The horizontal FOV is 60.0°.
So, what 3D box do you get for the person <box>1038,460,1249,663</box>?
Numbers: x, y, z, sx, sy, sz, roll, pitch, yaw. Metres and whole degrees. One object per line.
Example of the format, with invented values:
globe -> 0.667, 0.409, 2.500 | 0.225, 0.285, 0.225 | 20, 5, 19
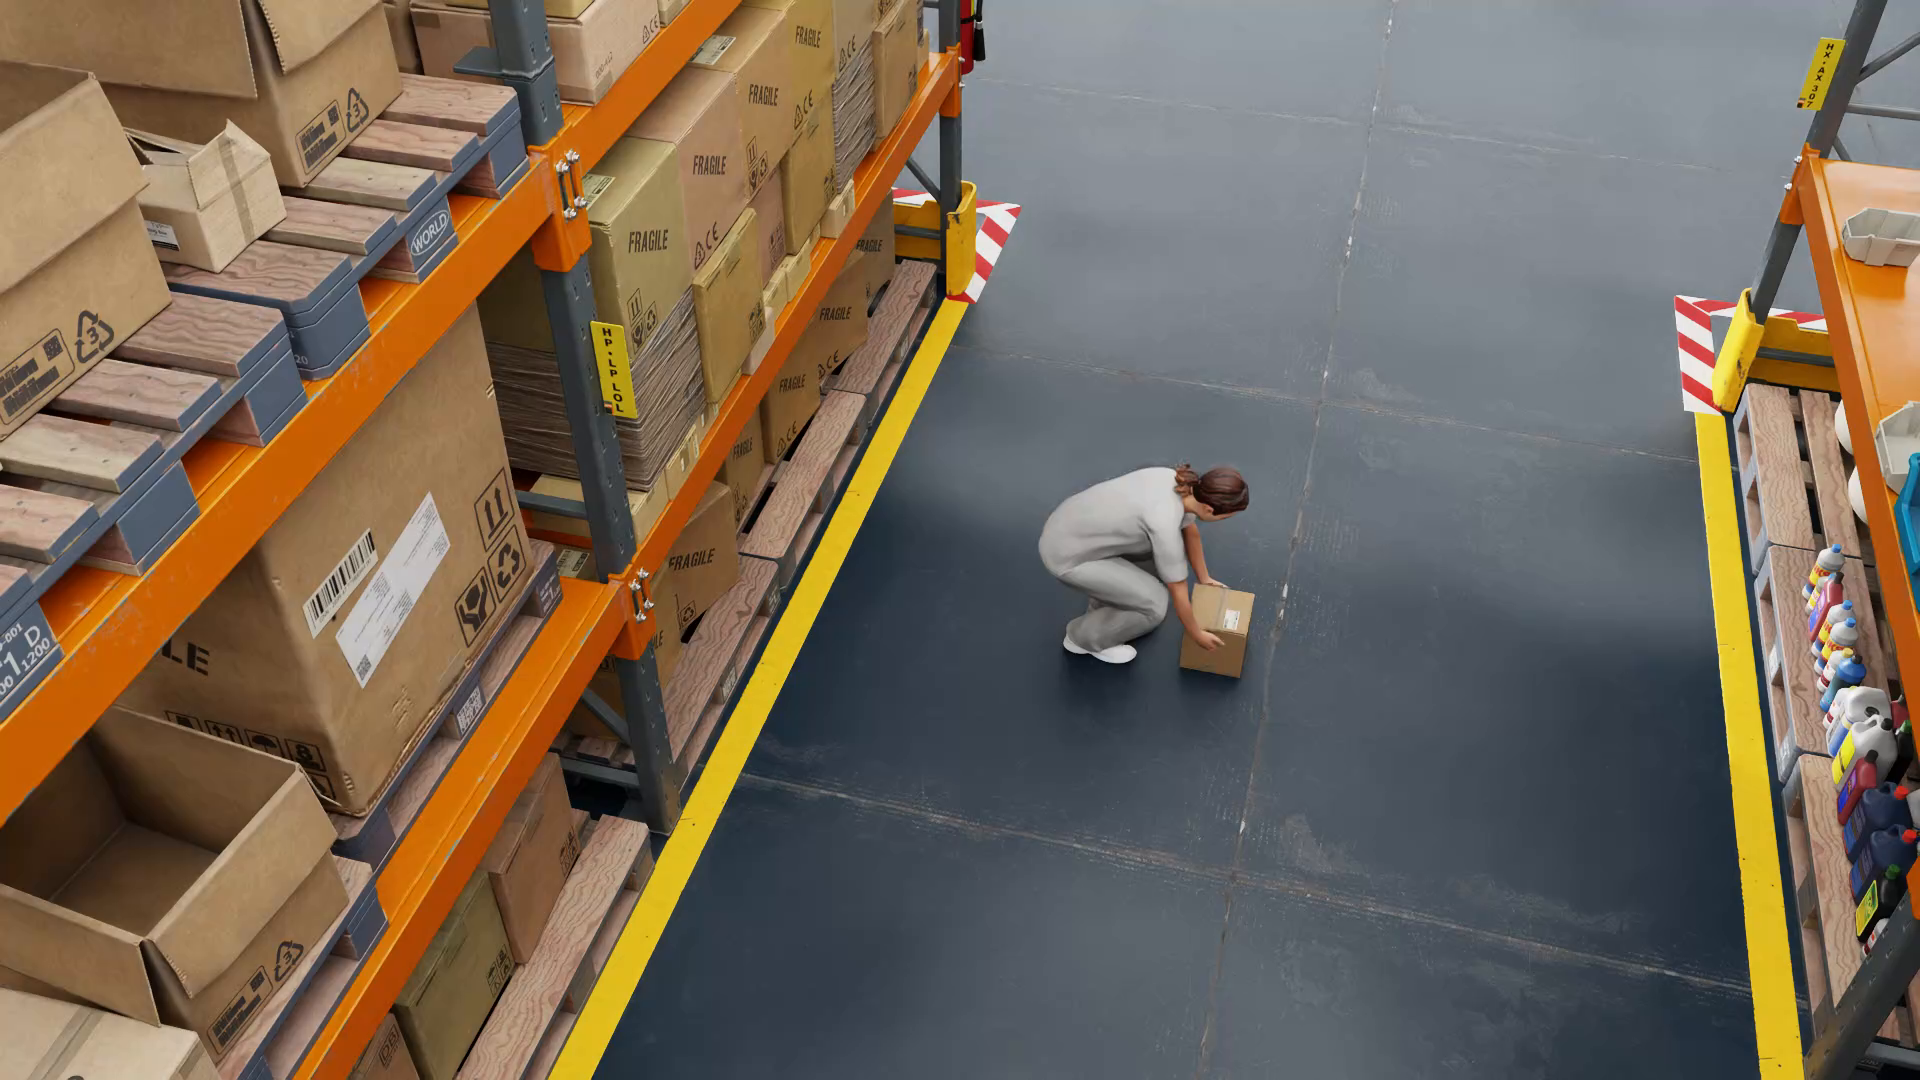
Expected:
person -> 0.722, 0.056, 6.679 | 0.795, 0.910, 0.484 | 10, 42, 11
